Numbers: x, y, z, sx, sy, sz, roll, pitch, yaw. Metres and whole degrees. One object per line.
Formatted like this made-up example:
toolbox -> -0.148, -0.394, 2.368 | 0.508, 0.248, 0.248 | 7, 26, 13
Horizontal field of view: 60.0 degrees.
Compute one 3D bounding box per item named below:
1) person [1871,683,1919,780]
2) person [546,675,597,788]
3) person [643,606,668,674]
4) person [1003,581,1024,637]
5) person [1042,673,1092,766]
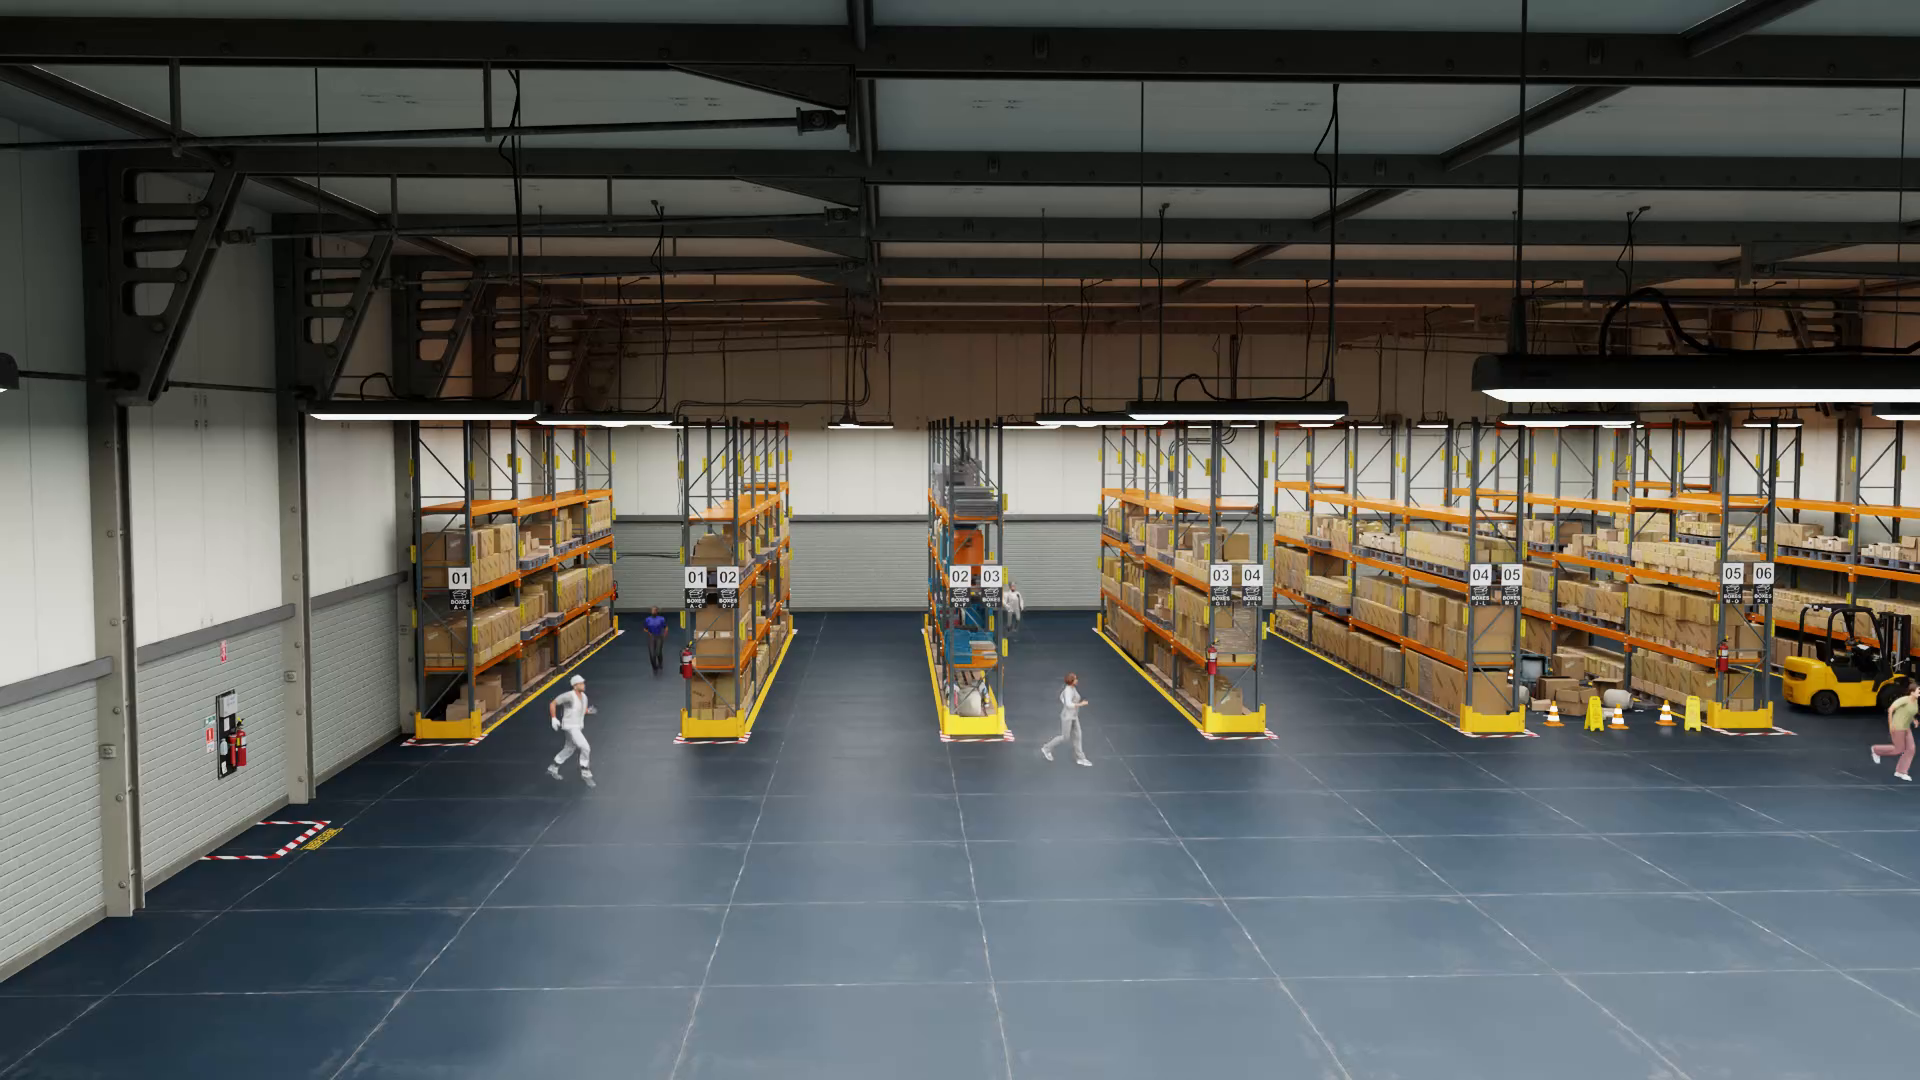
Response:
person -> 15.554, 3.145, 27.610 | 0.578, 1.612, 0.810 | -2, 4, -33
person -> -6.292, 3.084, 26.867 | 0.896, 1.825, 0.693 | 1, 4, 17
person -> -7.189, 2.366, 39.176 | 0.543, 1.617, 0.529 | 0, 4, -5
person -> 1.458, 1.899, 45.261 | 0.625, 1.572, 0.818 | -1, 4, -11
person -> 1.839, 3.048, 28.403 | 0.874, 1.586, 0.537 | 1, 4, 18
